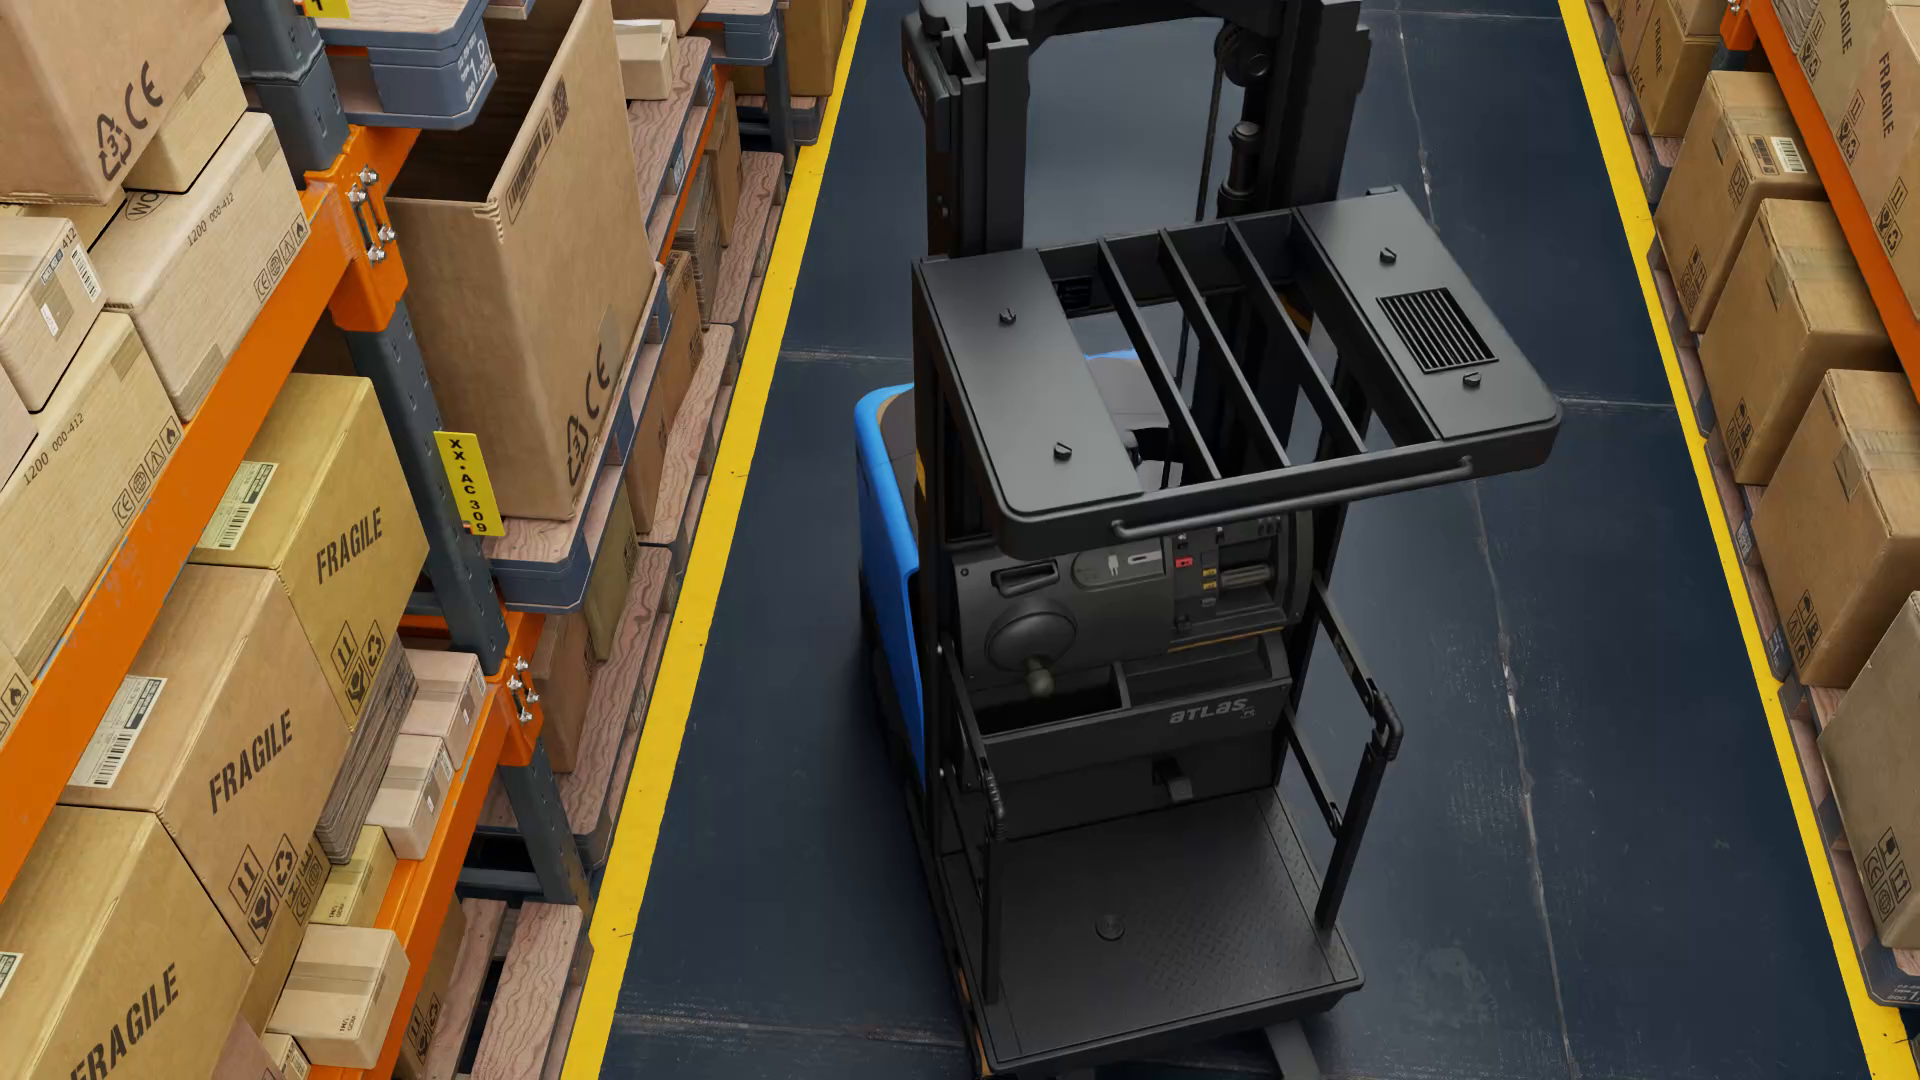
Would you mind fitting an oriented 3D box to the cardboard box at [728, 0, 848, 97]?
[{"bbox_3d":[-1.198,-2.731,7.871,1.225,0.875,0.875,2,48,2],"label":"cardboard box"}]

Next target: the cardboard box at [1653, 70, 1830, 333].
[{"bbox_3d":[3.504,-1.334,6.678,1.050,0.750,0.750,3,48,3],"label":"cardboard box"}]

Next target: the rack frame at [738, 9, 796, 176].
[{"bbox_3d":[-1.282,-2.801,6.779,1.000,3.000,0.127,4,48,4],"label":"rack frame"}]

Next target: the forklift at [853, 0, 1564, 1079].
[{"bbox_3d":[0.498,0.241,4.044,1.130,2.935,3.031,-10,48,-9],"label":"forklift"}]

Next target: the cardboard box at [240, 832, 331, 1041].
[{"bbox_3d":[-1.829,0.696,3.311,0.875,0.500,0.500,4,48,4],"label":"cardboard box"}]

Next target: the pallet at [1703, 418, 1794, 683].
[{"bbox_3d":[3.388,0.016,6.092,1.003,0.211,1.213,4,48,4],"label":"pallet"}]

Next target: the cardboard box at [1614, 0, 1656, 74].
[{"bbox_3d":[3.499,-2.574,7.981,0.500,0.500,0.500,6,48,5],"label":"cardboard box"}]

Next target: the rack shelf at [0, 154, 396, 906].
[{"bbox_3d":[-1.828,0.838,1.905,1.077,0.370,4.000,4,48,4],"label":"rack shelf"}]

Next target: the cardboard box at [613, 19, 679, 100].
[{"bbox_3d":[-1.165,-1.654,5.536,0.396,0.266,0.258,3,48,2],"label":"cardboard box"}]

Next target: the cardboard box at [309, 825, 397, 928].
[{"bbox_3d":[-1.488,0.764,3.689,0.380,0.149,0.250,4,48,4],"label":"cardboard box"}]

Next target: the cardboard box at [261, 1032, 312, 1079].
[{"bbox_3d":[-1.554,1.130,3.354,0.380,0.149,0.250,4,48,4],"label":"cardboard box"}]

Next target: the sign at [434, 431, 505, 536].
[{"bbox_3d":[-1.105,-0.123,3.743,0.100,0.325,0.005,4,48,4],"label":"sign"}]

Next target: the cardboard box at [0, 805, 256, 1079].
[{"bbox_3d":[-1.504,0.751,2.584,0.500,0.500,0.500,4,48,4],"label":"cardboard box"}]

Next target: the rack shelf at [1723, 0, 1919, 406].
[{"bbox_3d":[3.466,-0.681,5.327,1.077,0.370,4.000,4,48,4],"label":"rack shelf"}]

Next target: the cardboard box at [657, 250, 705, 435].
[{"bbox_3d":[-1.405,-0.787,6.333,0.700,0.500,0.500,7,48,7],"label":"cardboard box"}]

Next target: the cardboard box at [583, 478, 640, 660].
[{"bbox_3d":[-1.506,0.035,5.581,0.700,0.500,0.500,4,48,3],"label":"cardboard box"}]

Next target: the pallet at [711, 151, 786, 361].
[{"bbox_3d":[-1.354,-1.286,7.283,1.003,0.211,1.213,4,48,4],"label":"pallet"}]

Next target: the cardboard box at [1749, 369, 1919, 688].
[{"bbox_3d":[3.343,-0.007,5.464,1.050,0.750,0.750,4,48,4],"label":"cardboard box"}]

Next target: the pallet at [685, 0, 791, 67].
[{"bbox_3d":[-1.240,-2.205,6.364,1.213,0.211,1.003,4,48,4],"label":"pallet"}]

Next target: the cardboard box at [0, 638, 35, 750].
[{"bbox_3d":[-1.527,0.287,2.024,0.500,0.250,0.500,4,48,3],"label":"cardboard box"}]

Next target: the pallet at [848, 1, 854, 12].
[{"bbox_3d":[-1.021,-3.328,9.151,1.003,0.211,1.213,4,48,4],"label":"pallet"}]

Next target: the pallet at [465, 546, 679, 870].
[{"bbox_3d":[-1.577,0.507,5.643,1.003,0.211,1.213,4,48,4],"label":"pallet"}]

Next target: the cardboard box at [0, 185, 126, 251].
[{"bbox_3d":[-1.503,-0.509,2.482,0.380,0.149,0.250,4,48,4],"label":"cardboard box"}]

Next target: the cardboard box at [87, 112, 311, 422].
[{"bbox_3d":[-1.428,-0.471,2.717,0.500,0.250,0.500,5,48,5],"label":"cardboard box"}]

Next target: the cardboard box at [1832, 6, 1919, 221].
[{"bbox_3d":[3.249,-1.371,5.403,0.500,0.500,0.500,4,48,3],"label":"cardboard box"}]

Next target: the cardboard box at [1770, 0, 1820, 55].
[{"bbox_3d":[3.339,-2.115,6.084,0.500,0.500,0.500,4,48,4],"label":"cardboard box"}]

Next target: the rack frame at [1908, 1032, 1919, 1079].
[{"bbox_3d":[3.284,0.546,3.718,1.000,3.000,0.127,4,48,4],"label":"rack frame"}]

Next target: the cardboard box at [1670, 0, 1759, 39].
[{"bbox_3d":[3.450,-2.465,7.373,0.500,0.250,0.500,3,48,3],"label":"cardboard box"}]

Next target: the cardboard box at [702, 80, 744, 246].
[{"bbox_3d":[-1.323,-1.612,7.088,0.700,0.500,0.500,2,48,1],"label":"cardboard box"}]

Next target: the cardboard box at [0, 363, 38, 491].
[{"bbox_3d":[-1.439,-0.115,2.121,0.380,0.149,0.250,3,48,2],"label":"cardboard box"}]

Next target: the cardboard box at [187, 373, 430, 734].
[{"bbox_3d":[-1.413,0.016,3.256,0.500,0.500,0.500,4,48,4],"label":"cardboard box"}]

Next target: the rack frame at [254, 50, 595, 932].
[{"bbox_3d":[-1.646,0.138,4.091,1.000,3.000,0.127,4,48,4],"label":"rack frame"}]

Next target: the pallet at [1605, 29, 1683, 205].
[{"bbox_3d":[3.721,-2.026,7.960,1.003,0.211,1.213,4,48,4],"label":"pallet"}]

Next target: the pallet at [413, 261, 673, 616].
[{"bbox_3d":[-1.432,-0.349,4.666,1.003,0.211,1.213,4,48,4],"label":"pallet"}]

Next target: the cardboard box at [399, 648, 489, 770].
[{"bbox_3d":[-1.373,0.401,4.021,0.380,0.149,0.250,4,48,4],"label":"cardboard box"}]

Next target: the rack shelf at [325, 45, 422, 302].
[{"bbox_3d":[-1.464,-2.101,4.593,1.077,0.370,4.000,4,48,4],"label":"rack shelf"}]
